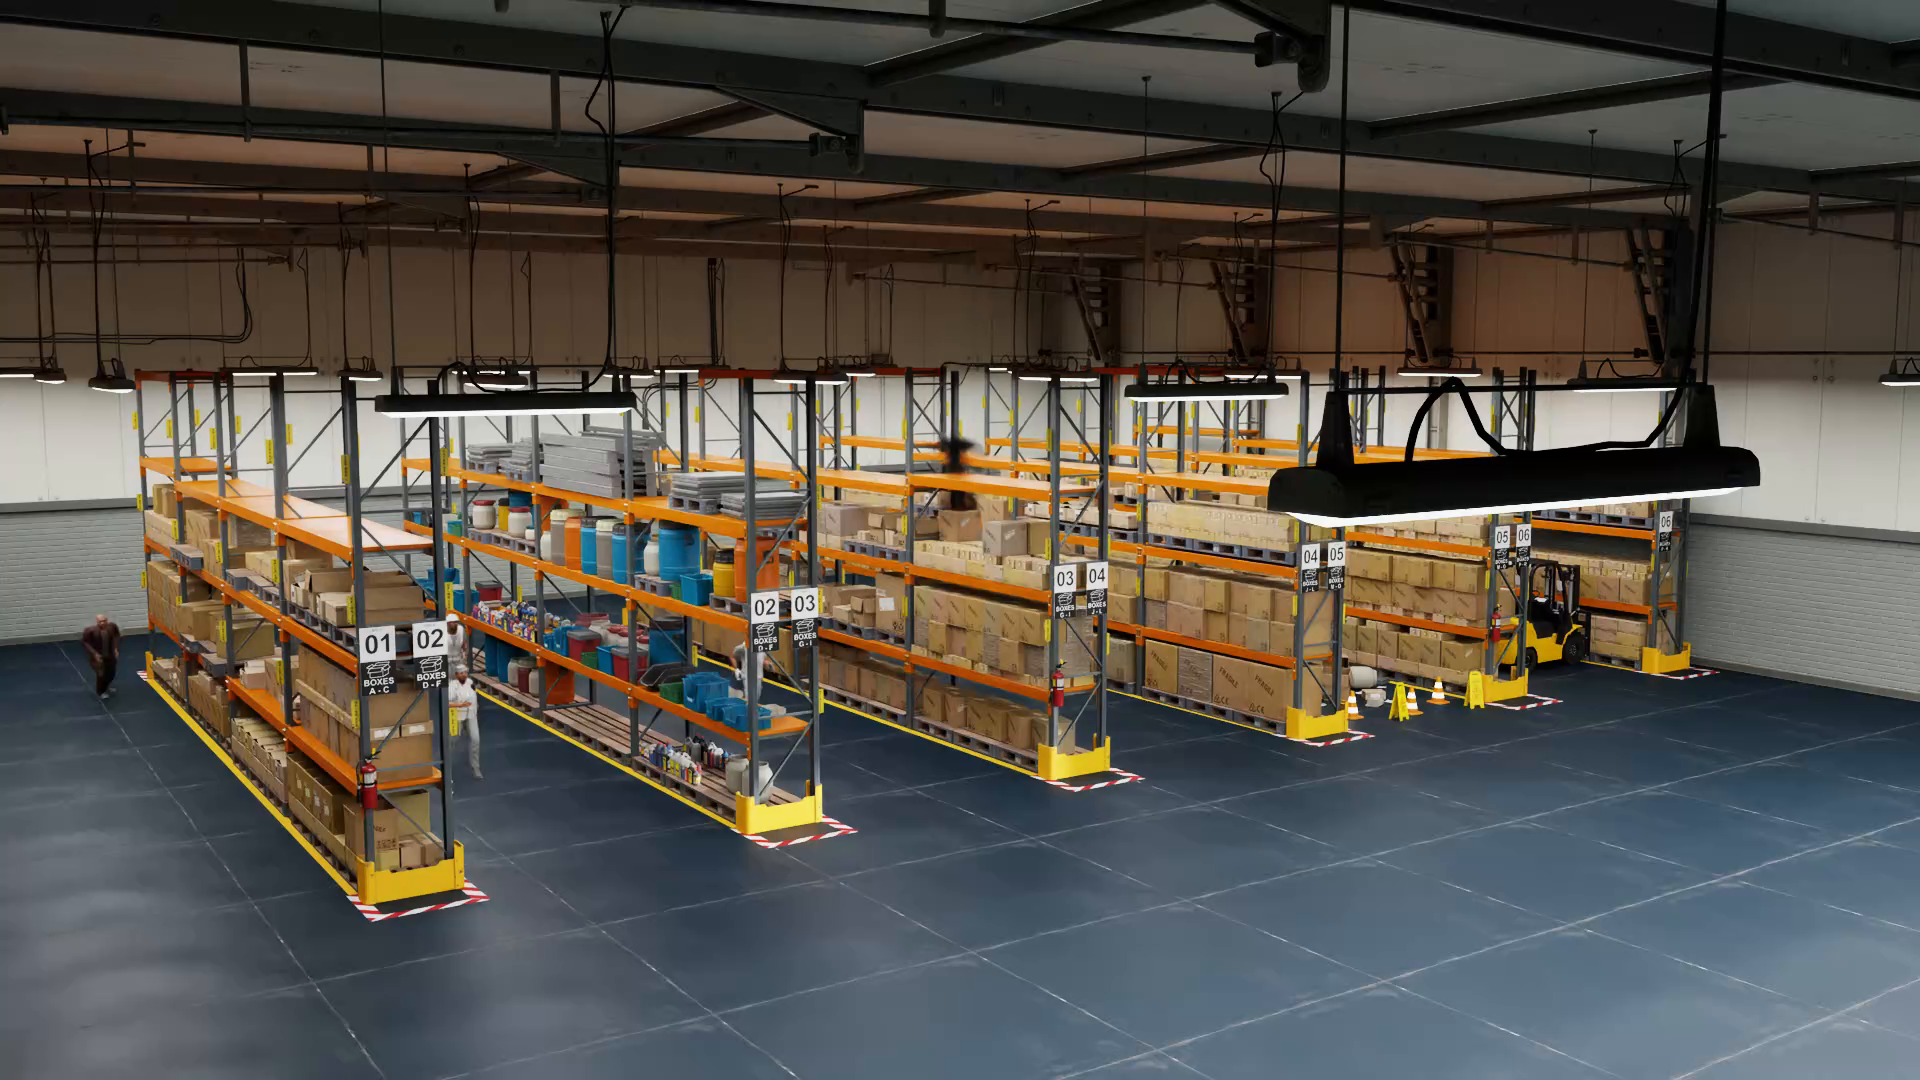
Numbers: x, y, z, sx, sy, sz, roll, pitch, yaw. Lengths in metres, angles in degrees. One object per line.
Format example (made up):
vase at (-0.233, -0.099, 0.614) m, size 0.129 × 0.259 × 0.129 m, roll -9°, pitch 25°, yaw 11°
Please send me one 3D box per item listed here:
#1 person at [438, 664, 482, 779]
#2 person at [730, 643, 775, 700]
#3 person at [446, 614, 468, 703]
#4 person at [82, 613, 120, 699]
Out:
person at (-7.508, 2.695, 24.998) m, size 0.596 × 1.708 × 0.902 m, roll -5°, pitch 8°, yaw -40°
person at (-3.501, 2.318, 27.746) m, size 0.628 × 1.786 × 0.991 m, roll -5°, pitch 8°, yaw -39°
person at (-9.127, 2.140, 29.674) m, size 0.684 × 1.709 × 0.698 m, roll -6°, pitch 9°, yaw -43°
person at (-15.696, 2.097, 30.372) m, size 0.913 × 1.621 × 0.717 m, roll 5°, pitch 8°, yaw 38°
